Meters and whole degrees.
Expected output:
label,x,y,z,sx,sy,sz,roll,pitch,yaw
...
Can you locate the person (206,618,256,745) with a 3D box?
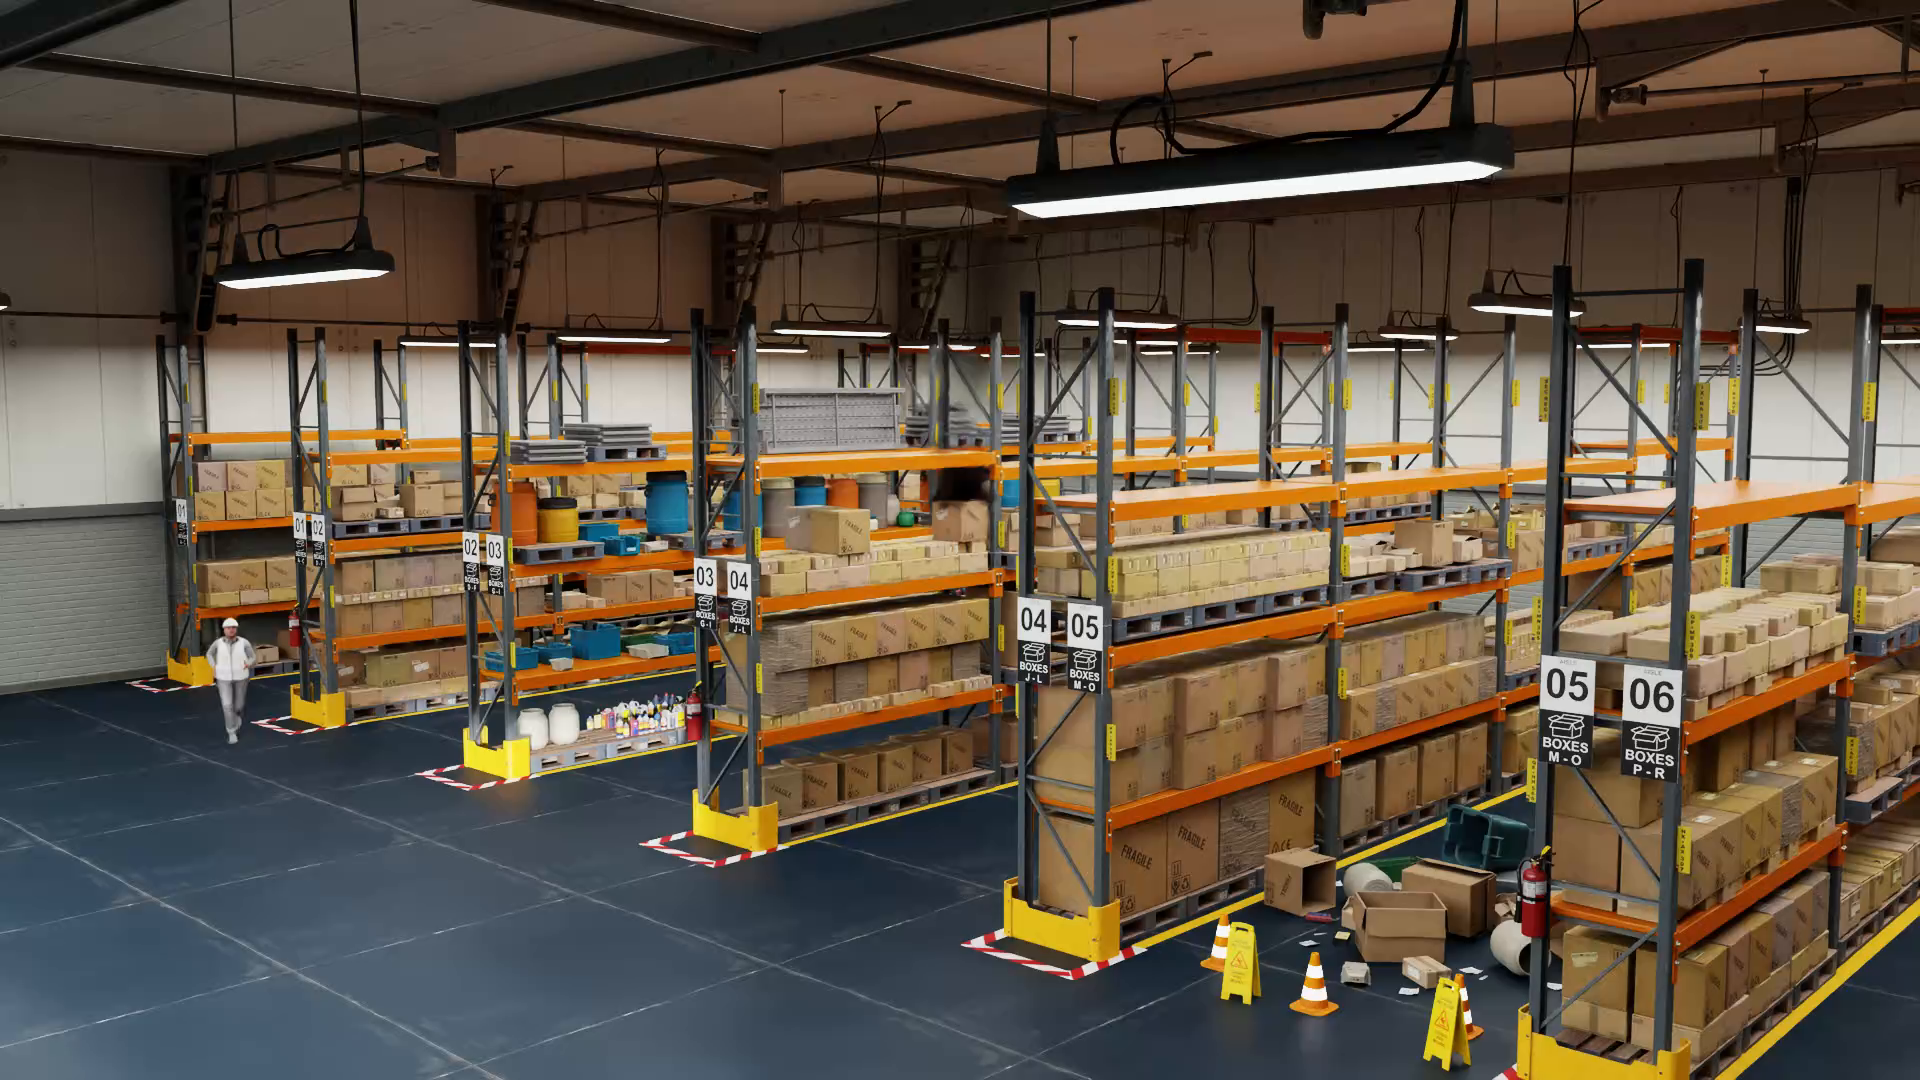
label,x,y,z,sx,sy,sz,roll,pitch,yaw
person,-10.583,2.019,24.184,0.663,1.778,0.902,-3,6,-26
